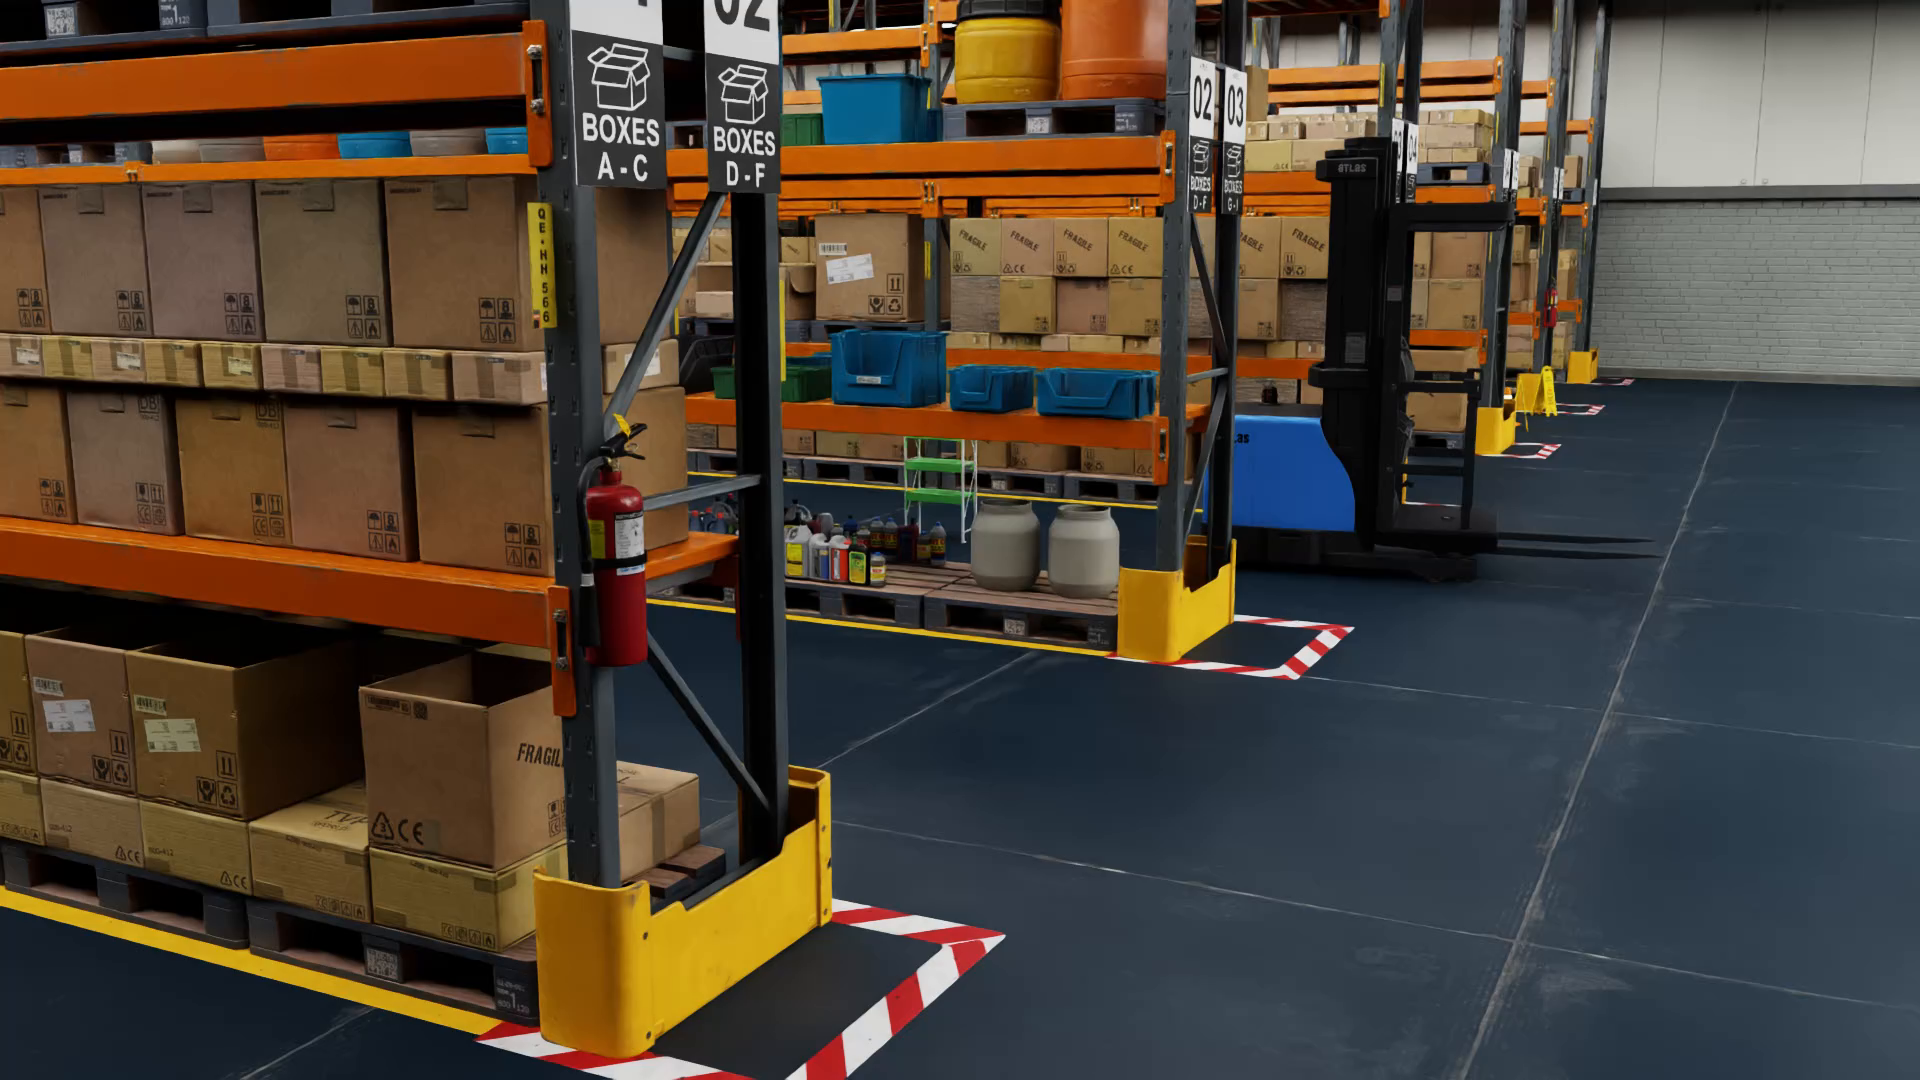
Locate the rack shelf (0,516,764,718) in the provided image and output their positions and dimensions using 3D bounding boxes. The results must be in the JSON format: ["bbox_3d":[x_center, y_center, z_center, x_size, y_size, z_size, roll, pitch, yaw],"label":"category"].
[{"bbox_3d":[-2.640,0.074,5.918,4.000,0.370,1.077,5,11,26],"label":"rack shelf"}]

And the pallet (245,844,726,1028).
[{"bbox_3d":[-1.551,1.196,5.528,1.213,0.211,1.003,5,11,26],"label":"pallet"}]

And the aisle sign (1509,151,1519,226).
[{"bbox_3d":[6.022,-3.810,18.059,0.004,0.787,0.394,5,11,26],"label":"aisle sign"}]

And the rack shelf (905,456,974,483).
[{"bbox_3d":[-0.148,-0.541,12.707,0.480,0.148,0.258,5,11,26],"label":"rack shelf"}]

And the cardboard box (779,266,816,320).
[{"bbox_3d":[-1.642,-2.399,16.092,0.637,0.503,0.797,6,12,32],"label":"cardboard box"}]

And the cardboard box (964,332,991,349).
[{"bbox_3d":[0.231,-1.809,15.008,0.250,0.149,0.380,5,11,26],"label":"cardboard box"}]

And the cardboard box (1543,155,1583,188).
[{"bbox_3d":[9.613,-5.857,26.506,0.500,0.500,0.500,5,12,28],"label":"cardboard box"}]

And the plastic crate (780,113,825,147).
[{"bbox_3d":[-0.944,-2.432,9.919,0.450,0.188,0.336,5,11,26],"label":"plastic crate"}]

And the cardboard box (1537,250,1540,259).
[{"bbox_3d":[9.469,-4.604,26.807,0.250,0.149,0.380,5,11,26],"label":"cardboard box"}]

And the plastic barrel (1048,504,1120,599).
[{"bbox_3d":[0.725,0.065,9.756,0.421,0.512,0.421,0,10,0],"label":"plastic barrel"}]

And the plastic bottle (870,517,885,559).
[{"bbox_3d":[-0.537,-0.015,10.814,0.097,0.271,0.097,0,10,0],"label":"plastic bottle"}]

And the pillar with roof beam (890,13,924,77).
[{"bbox_3d":[-2.774,-7.489,28.840,0.548,9.000,9.100,5,11,26],"label":"pillar with roof beam"}]

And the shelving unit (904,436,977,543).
[{"bbox_3d":[-0.148,-0.603,12.695,0.503,1.200,0.258,5,11,26],"label":"shelving unit"}]

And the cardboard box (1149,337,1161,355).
[{"bbox_3d":[1.802,-1.671,14.248,0.250,0.149,0.380,5,11,26],"label":"cardboard box"}]

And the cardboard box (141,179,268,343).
[{"bbox_3d":[-2.233,-0.933,5.539,0.500,0.500,0.700,5,11,26],"label":"cardboard box"}]

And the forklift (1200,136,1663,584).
[{"bbox_3d":[3.265,-1.254,11.431,3.031,2.935,1.130,3,11,18],"label":"forklift"}]

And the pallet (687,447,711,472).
[{"bbox_3d":[-2.934,-0.901,17.114,1.213,0.211,1.003,5,11,26],"label":"pallet"}]

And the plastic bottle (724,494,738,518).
[{"bbox_3d":[-1.533,-0.137,11.265,0.185,0.351,0.144,5,11,24],"label":"plastic bottle"}]

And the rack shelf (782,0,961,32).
[{"bbox_3d":[-1.043,-8.308,26.056,4.000,0.370,1.077,5,11,26],"label":"rack shelf"}]

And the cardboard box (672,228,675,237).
[{"bbox_3d":[-4.856,-5.207,28.168,0.250,0.149,0.380,5,11,24],"label":"cardboard box"}]

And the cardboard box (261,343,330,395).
[{"bbox_3d":[-1.963,-0.551,5.250,0.250,0.149,0.380,5,11,27],"label":"cardboard box"}]

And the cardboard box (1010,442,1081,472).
[{"bbox_3d":[0.811,-0.914,15.198,0.500,0.500,0.500,10,14,44],"label":"cardboard box"}]

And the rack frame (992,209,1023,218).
[{"bbox_3d":[0.751,-3.917,25.952,0.127,3.000,1.000,5,11,26],"label":"rack frame"}]

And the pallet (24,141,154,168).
[{"bbox_3d":[-6.468,-3.002,13.005,1.213,0.211,1.003,5,11,26],"label":"pallet"}]

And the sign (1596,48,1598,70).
[{"bbox_3d":[9.865,-7.445,25.753,0.005,0.325,0.100,5,11,26],"label":"sign"}]

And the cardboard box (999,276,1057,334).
[{"bbox_3d":[0.762,-2.125,14.930,0.500,0.500,0.875,5,11,26],"label":"cardboard box"}]

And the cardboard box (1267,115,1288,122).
[{"bbox_3d":[3.556,-4.621,18.425,0.250,0.149,0.380,5,11,26],"label":"cardboard box"}]

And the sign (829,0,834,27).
[{"bbox_3d":[-1.580,-6.482,20.432,0.005,0.325,0.100,5,11,26],"label":"sign"}]

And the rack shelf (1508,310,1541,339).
[{"bbox_3d":[6.131,-3.090,23.403,4.000,0.370,1.077,5,11,26],"label":"rack shelf"}]

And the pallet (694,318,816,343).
[{"bbox_3d":[-1.841,-2.091,16.398,1.213,0.211,1.003,5,11,26],"label":"pallet"}]

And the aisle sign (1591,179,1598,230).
[{"bbox_3d":[10.047,-5.307,26.331,0.004,0.787,0.394,5,11,26],"label":"aisle sign"}]

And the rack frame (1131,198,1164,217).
[{"bbox_3d":[2.238,-2.804,19.798,0.127,3.000,1.000,5,11,26],"label":"rack frame"}]

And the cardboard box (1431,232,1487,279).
[{"bbox_3d":[5.510,-3.129,18.143,0.550,0.550,0.875,5,11,26],"label":"cardboard box"}]

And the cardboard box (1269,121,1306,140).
[{"bbox_3d":[2.678,-3.318,13.519,0.250,0.149,0.380,4,11,23],"label":"cardboard box"}]

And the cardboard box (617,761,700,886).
[{"bbox_3d":[-1.229,0.946,5.621,0.500,0.250,0.500,5,11,26],"label":"cardboard box"}]

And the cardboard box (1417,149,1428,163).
[{"bbox_3d":[4.921,-4.109,17.833,0.250,0.149,0.380,5,11,27],"label":"cardboard box"}]

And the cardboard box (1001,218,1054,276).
[{"bbox_3d":[0.693,-2.592,14.704,0.500,0.500,0.500,5,11,26],"label":"cardboard box"}]

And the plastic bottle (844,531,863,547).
[{"bbox_3d":[-0.660,0.091,10.196,0.133,0.283,0.061,5,11,26],"label":"plastic bottle"}]

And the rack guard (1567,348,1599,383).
[{"bbox_3d":[10.139,-2.848,27.063,0.348,0.500,1.175,5,11,26],"label":"rack guard"}]

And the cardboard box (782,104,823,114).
[{"bbox_3d":[-1.270,-3.880,15.853,0.637,0.503,0.797,6,12,28],"label":"cardboard box"}]

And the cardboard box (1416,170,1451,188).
[{"bbox_3d":[6.429,-4.913,22.615,0.500,0.250,0.500,5,12,27],"label":"cardboard box"}]

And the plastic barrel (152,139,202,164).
[{"bbox_3d":[-5.683,-3.001,12.153,0.421,0.512,0.421,0,10,0],"label":"plastic barrel"}]

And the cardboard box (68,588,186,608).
[{"bbox_3d":[-3.028,0.422,6.414,0.500,0.500,0.500,5,11,26],"label":"cardboard box"}]

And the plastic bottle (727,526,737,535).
[{"bbox_3d":[-1.399,0.056,10.389,0.133,0.283,0.061,6,12,28],"label":"plastic bottle"}]

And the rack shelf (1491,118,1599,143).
[{"bbox_3d":[8.324,-6.639,27.287,4.000,0.370,1.077,5,11,26],"label":"rack shelf"}]

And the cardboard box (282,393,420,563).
[{"bbox_3d":[-1.733,-0.251,5.413,0.500,0.500,0.700,5,12,27],"label":"cardboard box"}]

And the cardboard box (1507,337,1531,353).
[{"bbox_3d":[9.098,-3.209,27.177,0.500,0.250,0.500,5,11,25],"label":"cardboard box"}]

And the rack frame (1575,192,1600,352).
[{"bbox_3d":[10.118,-4.080,26.850,0.127,3.000,1.000,5,11,26],"label":"rack frame"}]

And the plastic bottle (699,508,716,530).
[{"bbox_3d":[-1.635,-0.034,10.701,0.185,0.351,0.144,5,11,26],"label":"plastic bottle"}]

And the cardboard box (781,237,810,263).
[{"bbox_3d":[-2.569,-4.693,27.150,0.500,0.500,0.500,5,11,26],"label":"cardboard box"}]

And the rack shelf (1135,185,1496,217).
[{"bbox_3d":[4.032,-3.768,18.724,4.000,0.370,1.077,5,11,26],"label":"rack shelf"}]

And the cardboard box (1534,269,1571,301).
[{"bbox_3d":[9.560,-4.126,26.824,0.500,0.500,0.500,5,11,25],"label":"cardboard box"}]

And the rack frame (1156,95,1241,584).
[{"bbox_3d":[1.349,-0.913,9.353,0.127,3.000,1.000,5,11,26],"label":"rack frame"}]

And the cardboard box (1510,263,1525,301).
[{"bbox_3d":[7.316,-3.481,22.426,0.500,0.500,0.500,5,11,25],"label":"cardboard box"}]

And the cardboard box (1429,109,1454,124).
[{"bbox_3d":[5.150,-4.481,17.652,0.250,0.149,0.380,5,11,26],"label":"cardboard box"}]
